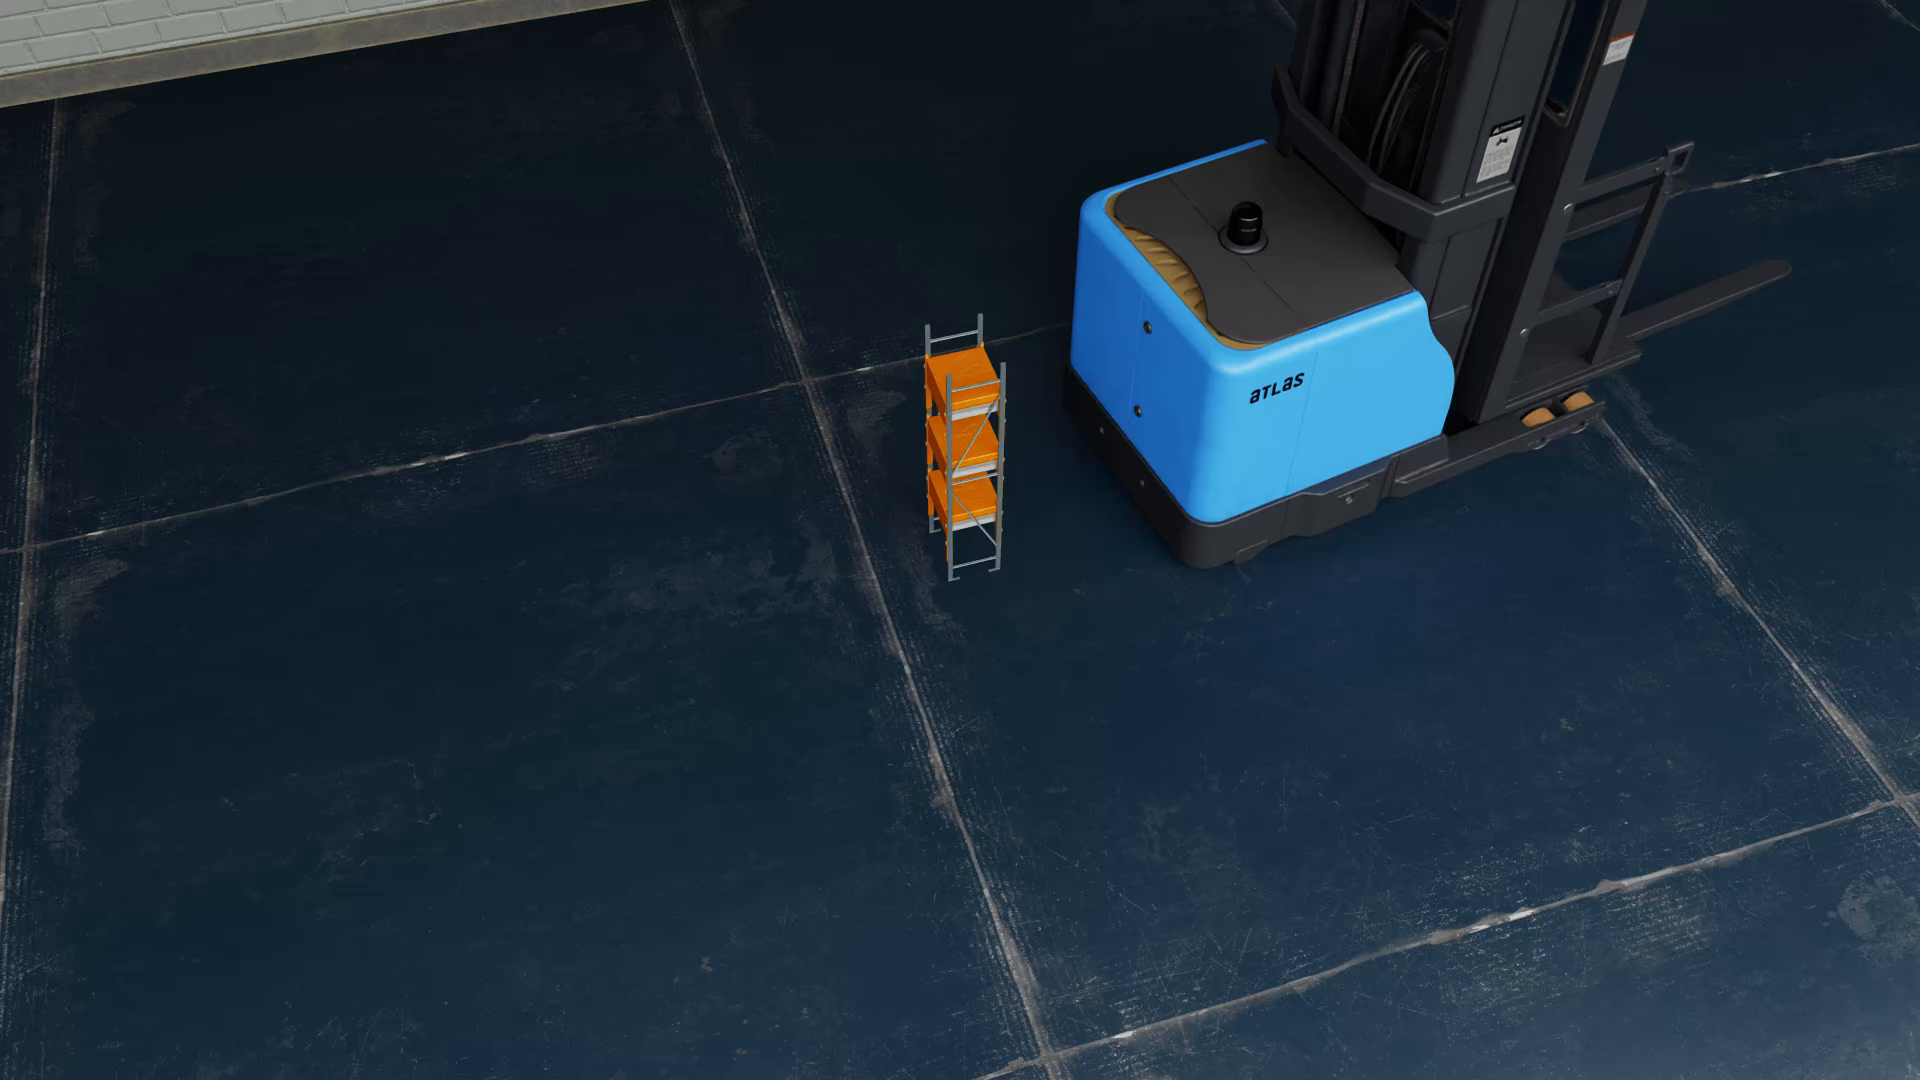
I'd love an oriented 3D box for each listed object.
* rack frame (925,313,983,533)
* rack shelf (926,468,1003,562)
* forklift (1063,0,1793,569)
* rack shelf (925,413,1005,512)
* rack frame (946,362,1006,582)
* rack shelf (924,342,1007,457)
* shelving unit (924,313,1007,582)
[{"bbox_3d":[-0.020,-0.388,5.891,0.200,1.050,0.008,-13,51,-11],"label":"rack frame"},{"bbox_3d":[0.016,-0.113,6.036,0.215,0.259,0.240,-13,51,-11],"label":"rack shelf"},{"bbox_3d":[1.962,-1.642,5.717,3.031,2.935,1.130,-21,53,-17],"label":"forklift"},{"bbox_3d":[0.016,-0.292,5.824,0.215,0.259,0.240,-13,51,-11],"label":"rack shelf"},{"bbox_3d":[0.052,-0.210,5.741,0.200,1.050,0.008,-13,51,-11],"label":"rack frame"},{"bbox_3d":[0.016,-0.475,5.607,0.215,0.259,0.240,-13,51,-11],"label":"rack shelf"},{"bbox_3d":[0.016,-0.299,5.816,0.215,1.050,0.252,-13,51,-11],"label":"shelving unit"}]
